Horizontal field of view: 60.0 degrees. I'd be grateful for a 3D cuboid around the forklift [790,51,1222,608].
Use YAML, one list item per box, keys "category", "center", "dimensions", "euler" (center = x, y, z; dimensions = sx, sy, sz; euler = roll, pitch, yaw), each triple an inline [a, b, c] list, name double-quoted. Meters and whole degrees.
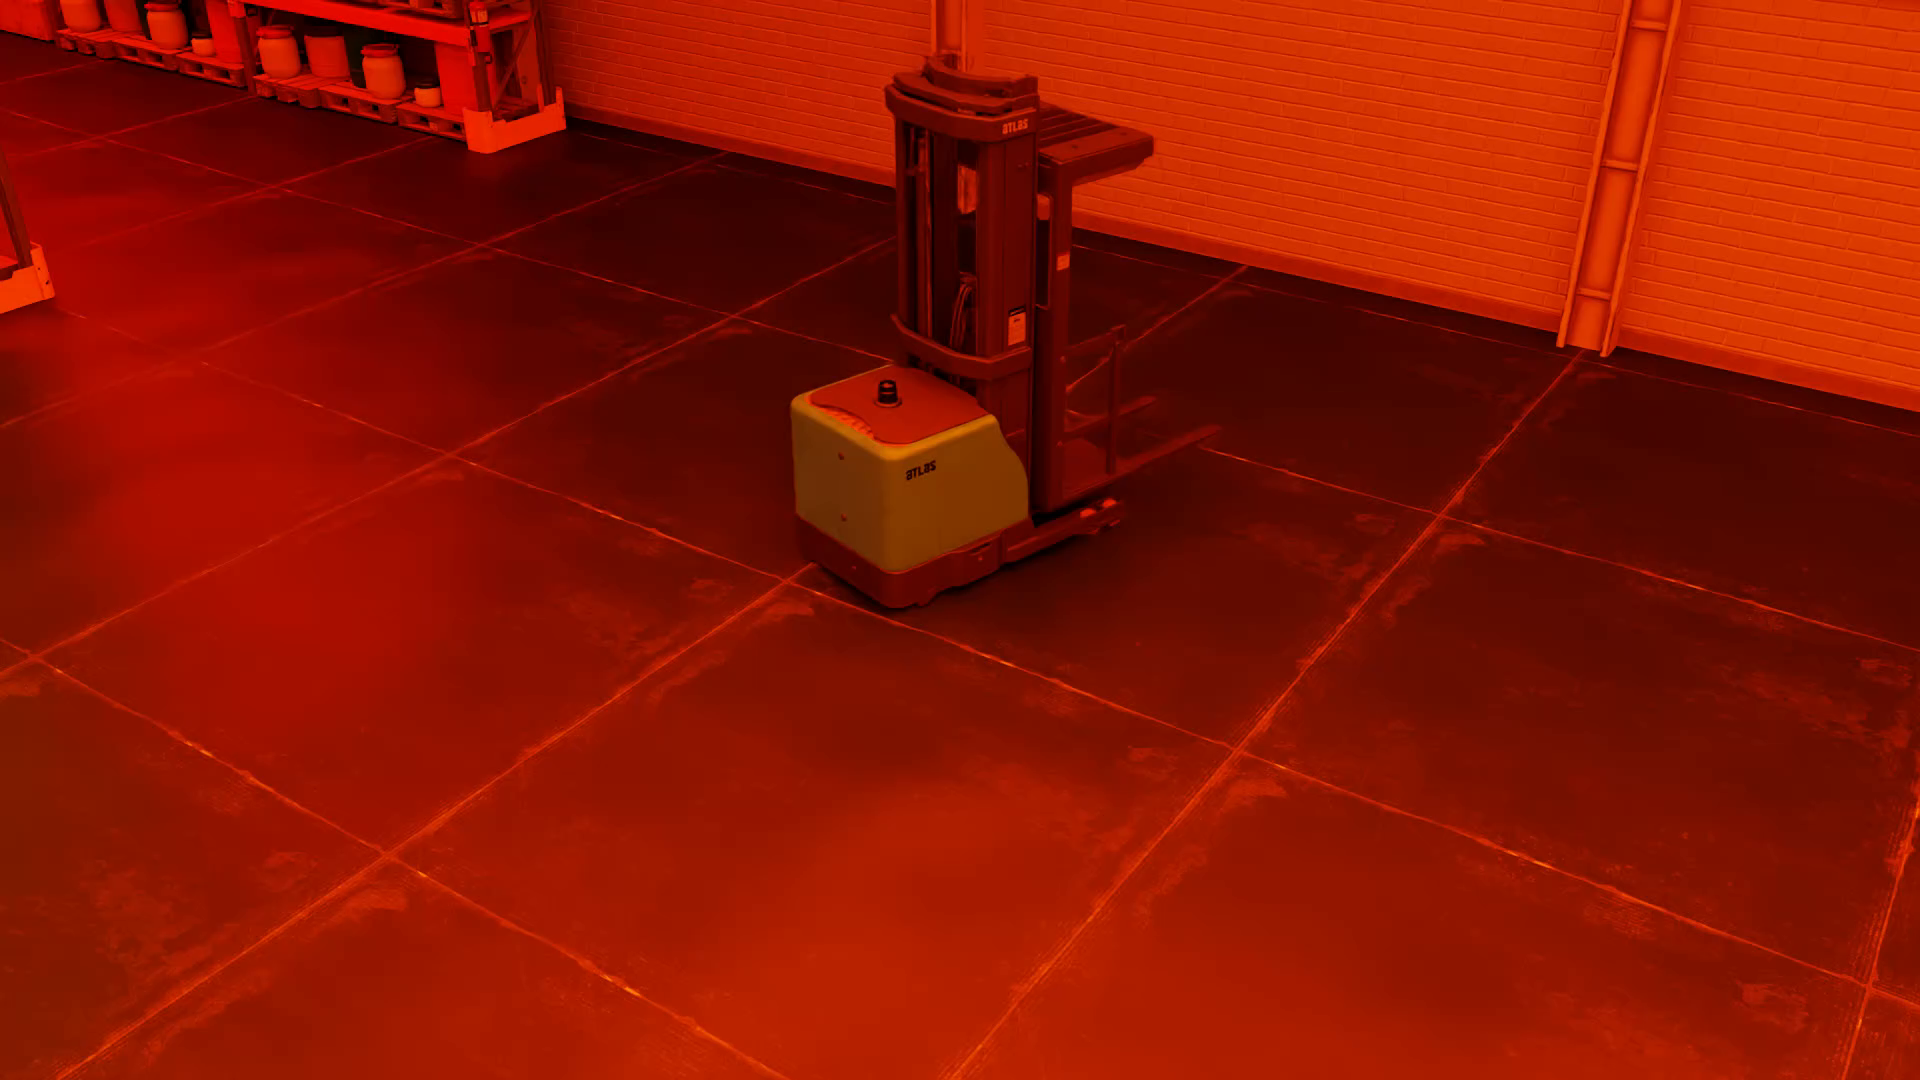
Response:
- category: "forklift"
  center: [0.428, -1.478, 10.127]
  dimensions: [3.031, 2.935, 1.130]
  euler: [-23, 37, -34]
